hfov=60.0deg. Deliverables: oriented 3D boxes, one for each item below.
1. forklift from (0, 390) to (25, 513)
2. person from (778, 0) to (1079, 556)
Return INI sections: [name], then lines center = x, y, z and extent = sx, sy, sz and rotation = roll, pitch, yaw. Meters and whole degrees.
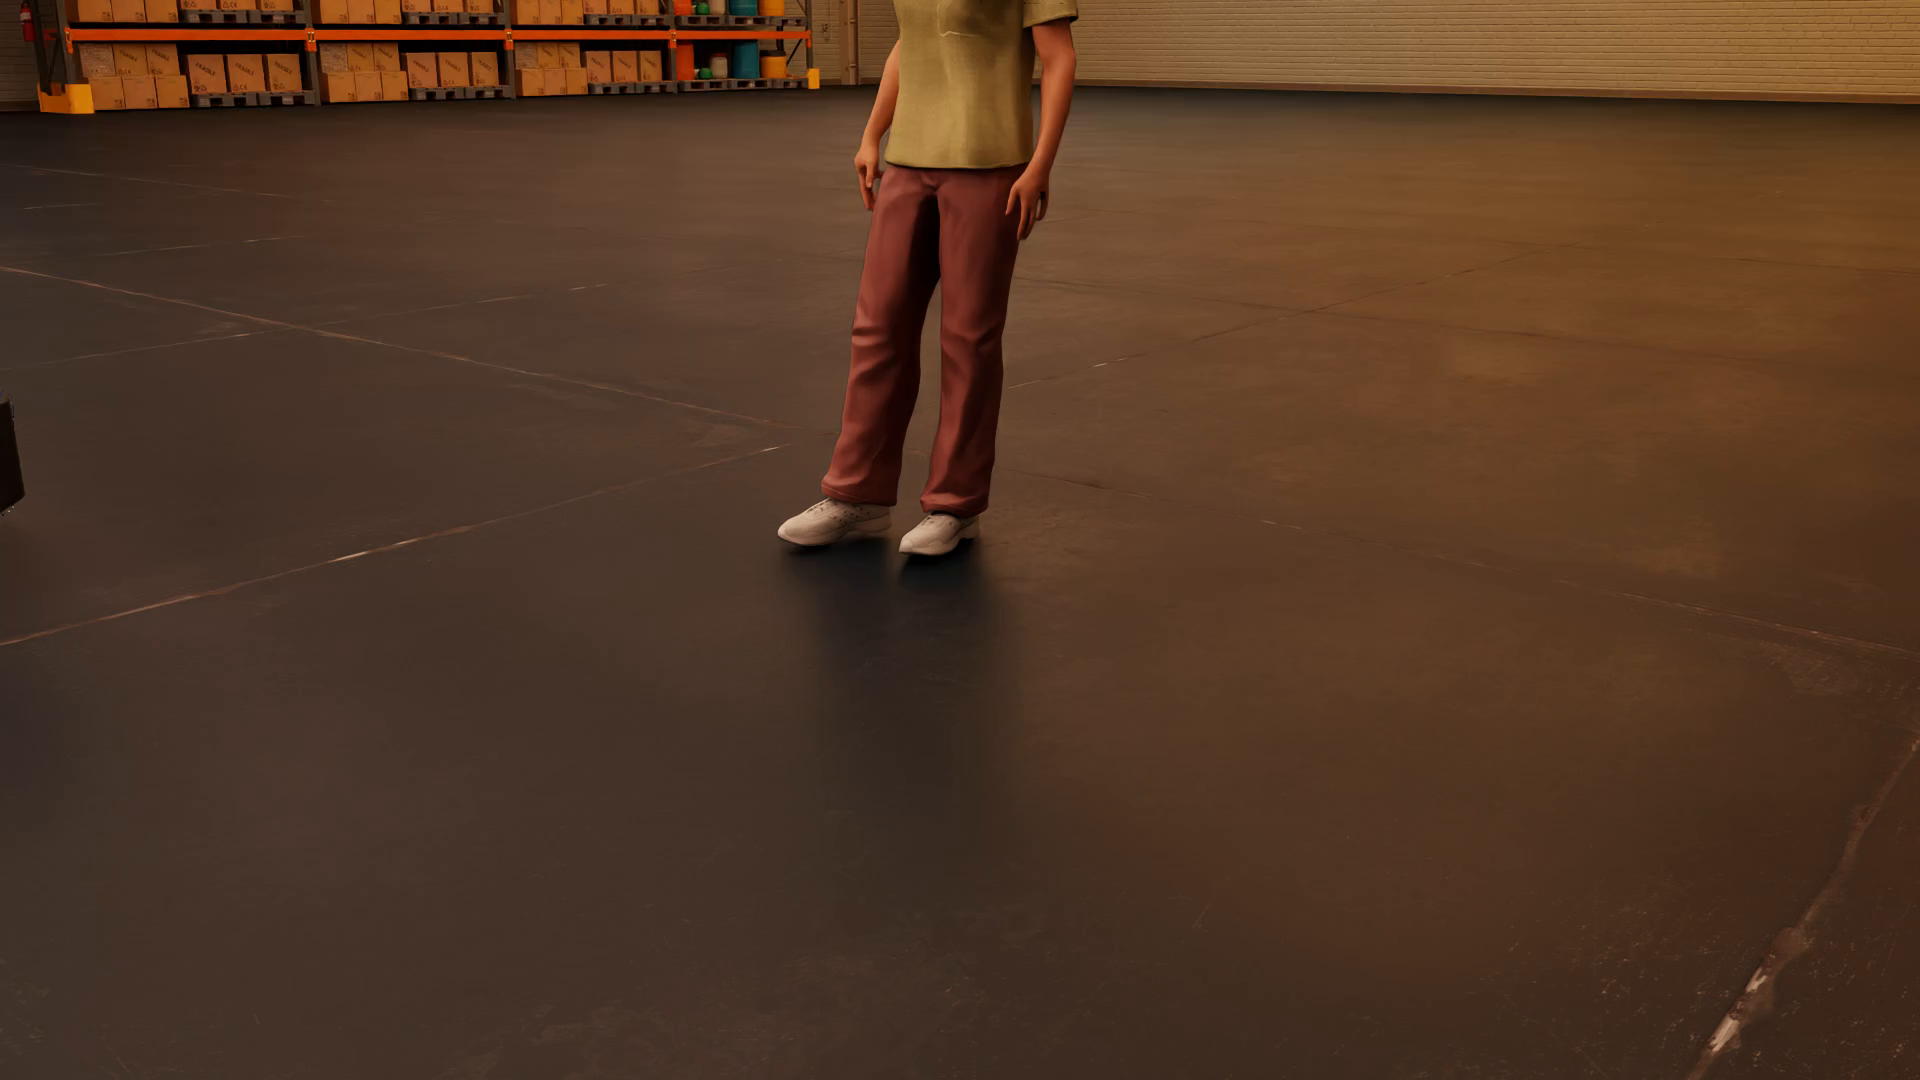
[forklift]
center = -3.703, -1.247, 3.006
extent = 3.031, 2.935, 1.130
rotation = -3, 17, -8
[person]
center = -0.062, -0.786, 3.642
extent = 0.555, 1.664, 0.526
rotation = 13, 21, 37
